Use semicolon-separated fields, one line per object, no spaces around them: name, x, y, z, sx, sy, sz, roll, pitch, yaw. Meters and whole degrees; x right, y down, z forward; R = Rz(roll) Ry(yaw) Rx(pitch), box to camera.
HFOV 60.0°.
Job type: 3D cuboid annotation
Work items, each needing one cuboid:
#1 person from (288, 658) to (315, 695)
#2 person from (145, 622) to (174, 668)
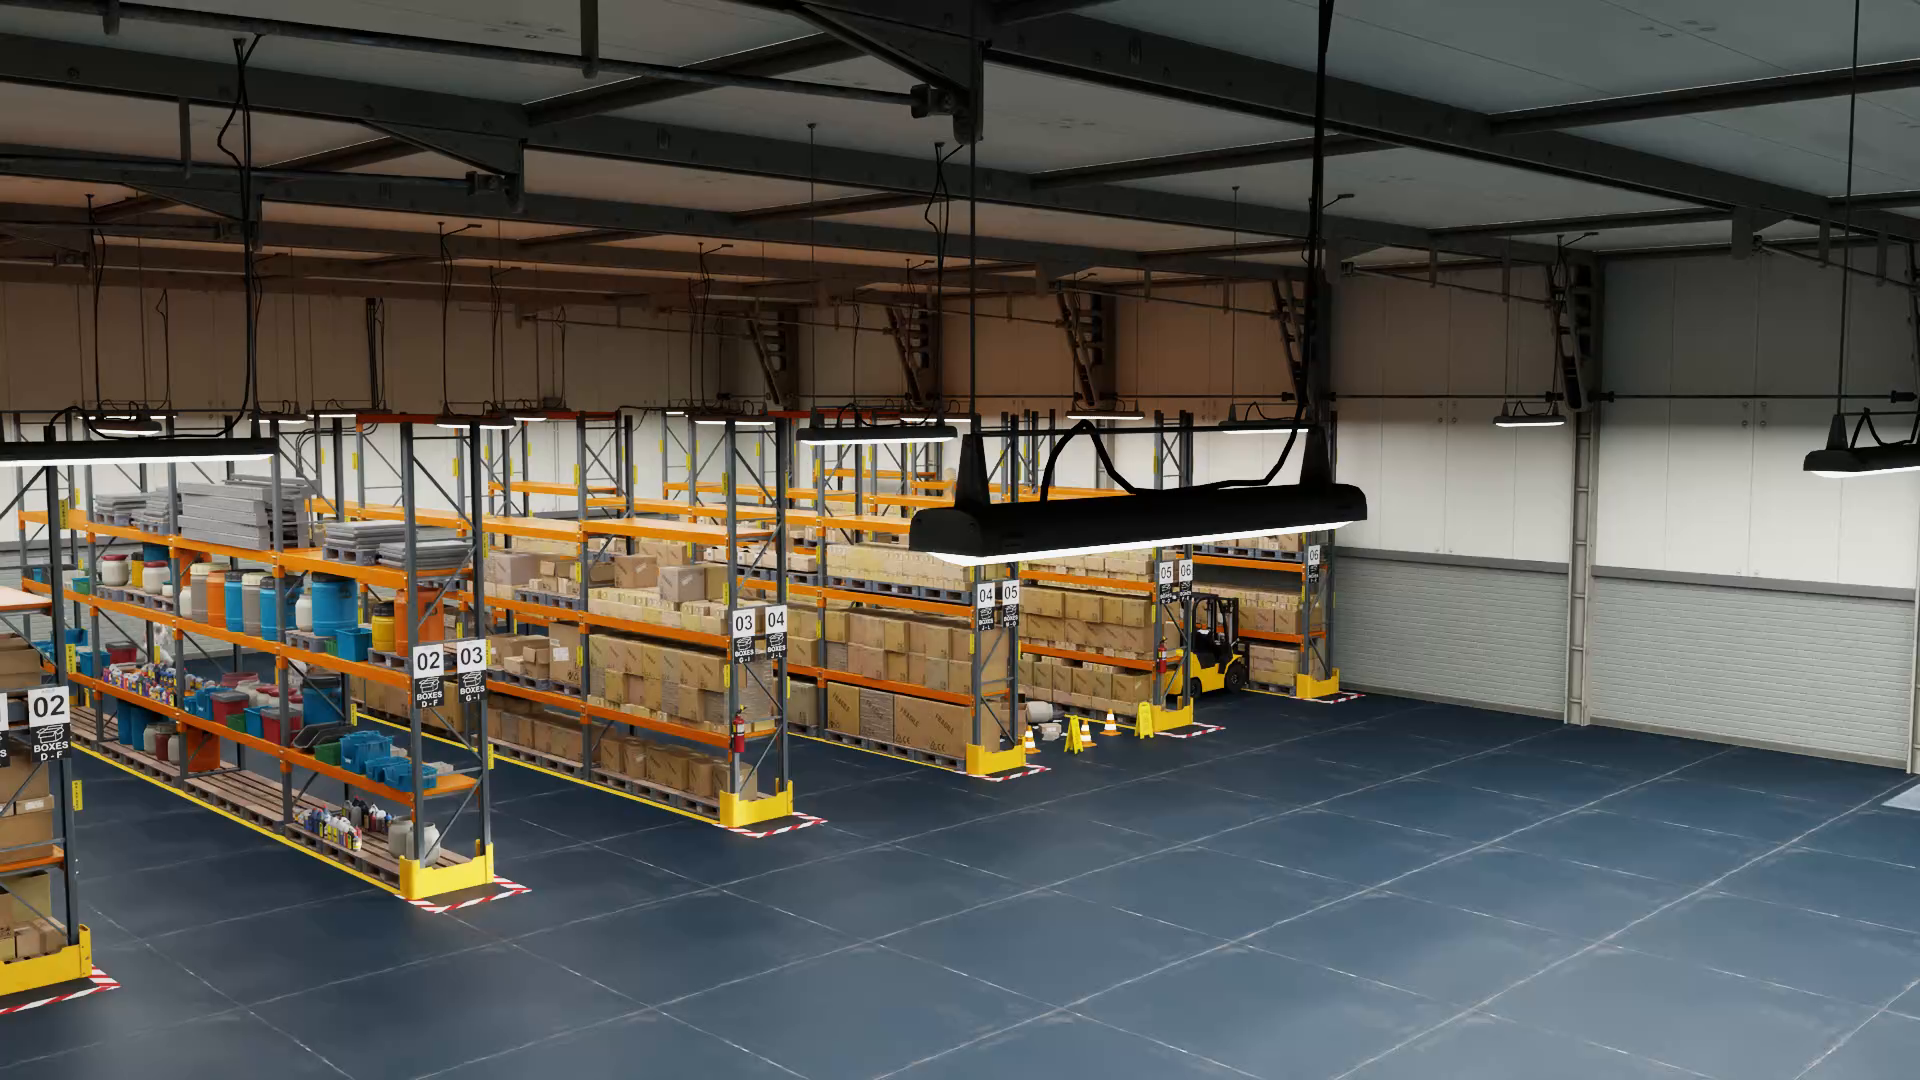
person;-12.601;2.766;31.644;1.057;1.689;0.581;5;7;43
person;-17.414;2.377;35.881;0.861;1.714;0.724;-2;5;-24
